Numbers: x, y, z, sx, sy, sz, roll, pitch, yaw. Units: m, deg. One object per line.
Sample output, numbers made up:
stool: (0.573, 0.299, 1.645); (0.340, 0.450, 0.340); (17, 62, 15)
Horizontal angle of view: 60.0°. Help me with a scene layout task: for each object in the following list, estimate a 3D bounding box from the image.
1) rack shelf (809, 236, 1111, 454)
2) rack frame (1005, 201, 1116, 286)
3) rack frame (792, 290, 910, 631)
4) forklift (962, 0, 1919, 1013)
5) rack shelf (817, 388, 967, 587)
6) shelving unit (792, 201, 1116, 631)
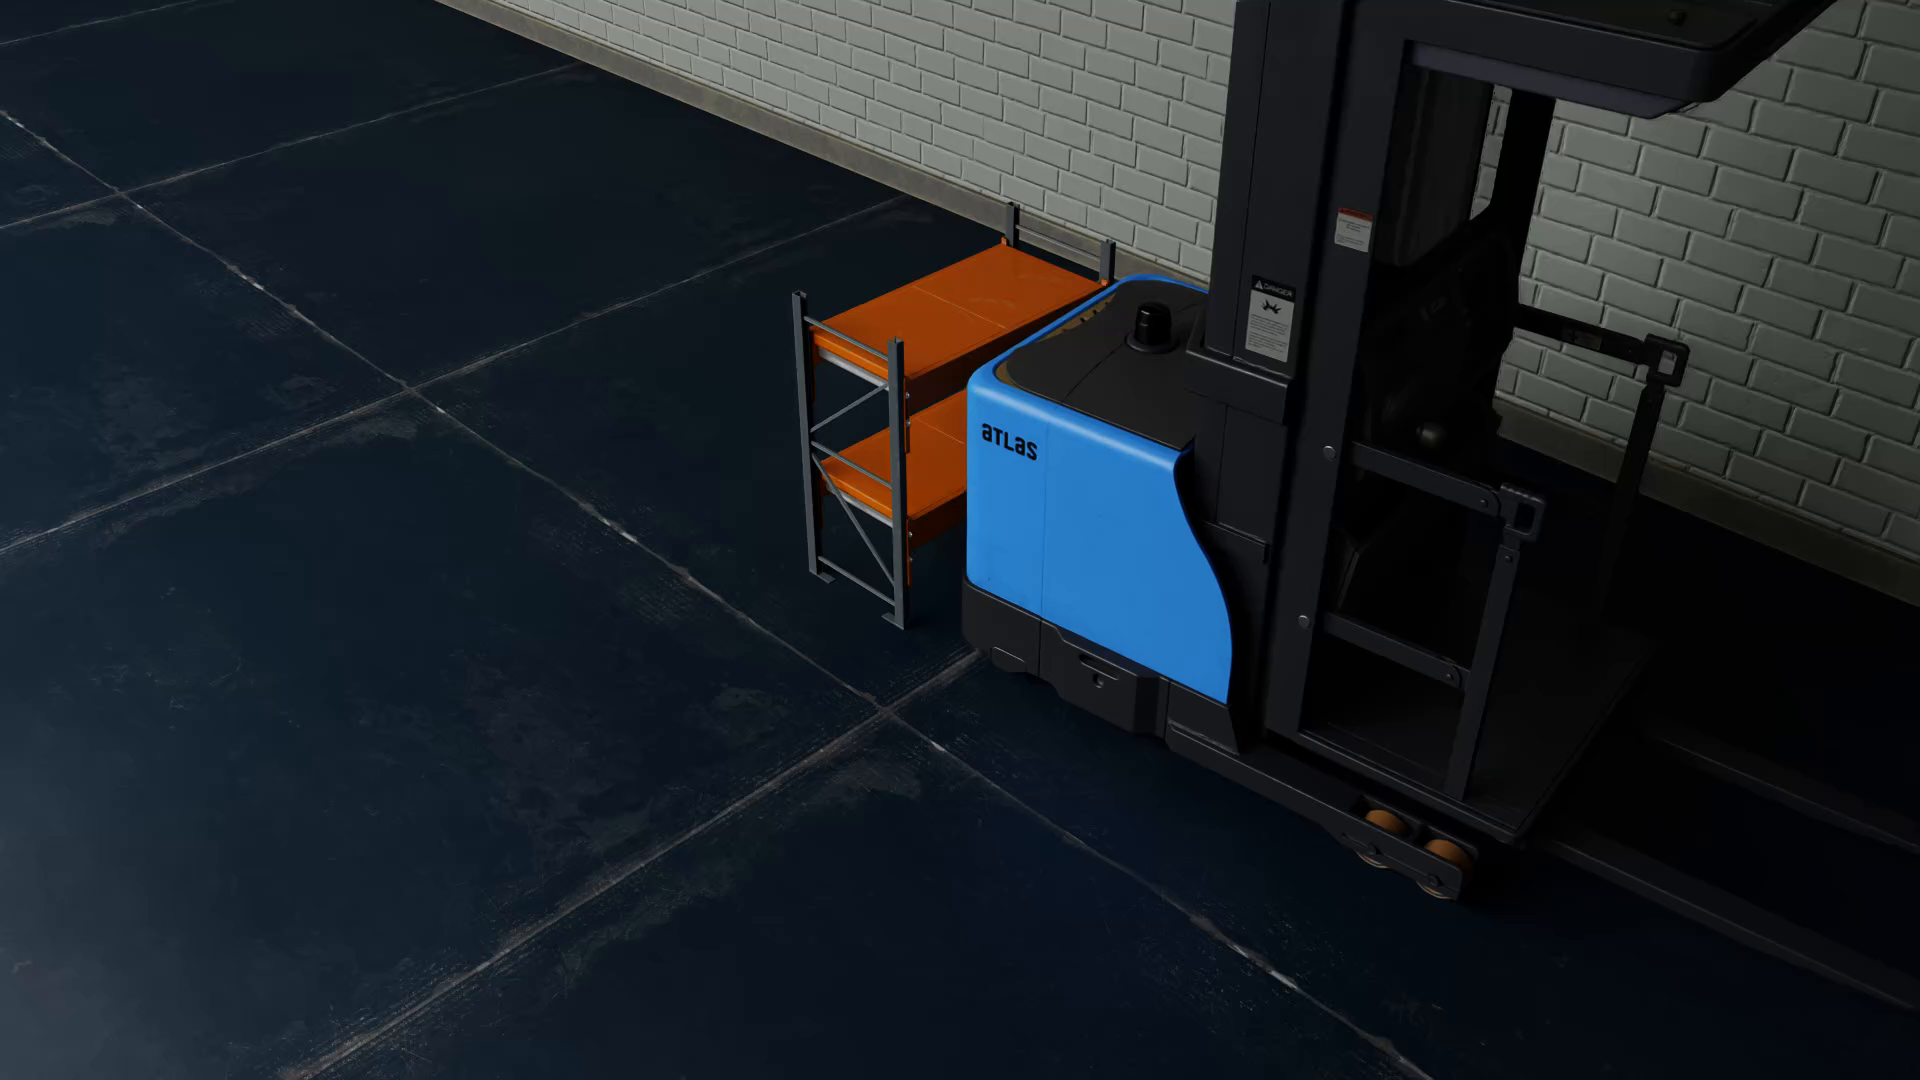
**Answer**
rack shelf: (-0.005, -0.699, 5.757); (0.538, 0.278, 1.000); (30, 45, 35)
rack frame: (0.353, -0.665, 6.220); (0.500, 1.125, 0.032); (30, 45, 35)
rack frame: (-0.363, -0.252, 5.628); (0.500, 1.125, 0.032); (30, 45, 35)
forklift: (1.474, -0.519, 4.432); (3.031, 2.935, 1.130); (25, 42, 31)
rack shelf: (-0.005, -0.258, 6.064); (0.538, 0.278, 1.000); (30, 45, 35)
shelving unit: (-0.005, -0.459, 5.924); (0.538, 1.125, 1.048); (30, 45, 35)
